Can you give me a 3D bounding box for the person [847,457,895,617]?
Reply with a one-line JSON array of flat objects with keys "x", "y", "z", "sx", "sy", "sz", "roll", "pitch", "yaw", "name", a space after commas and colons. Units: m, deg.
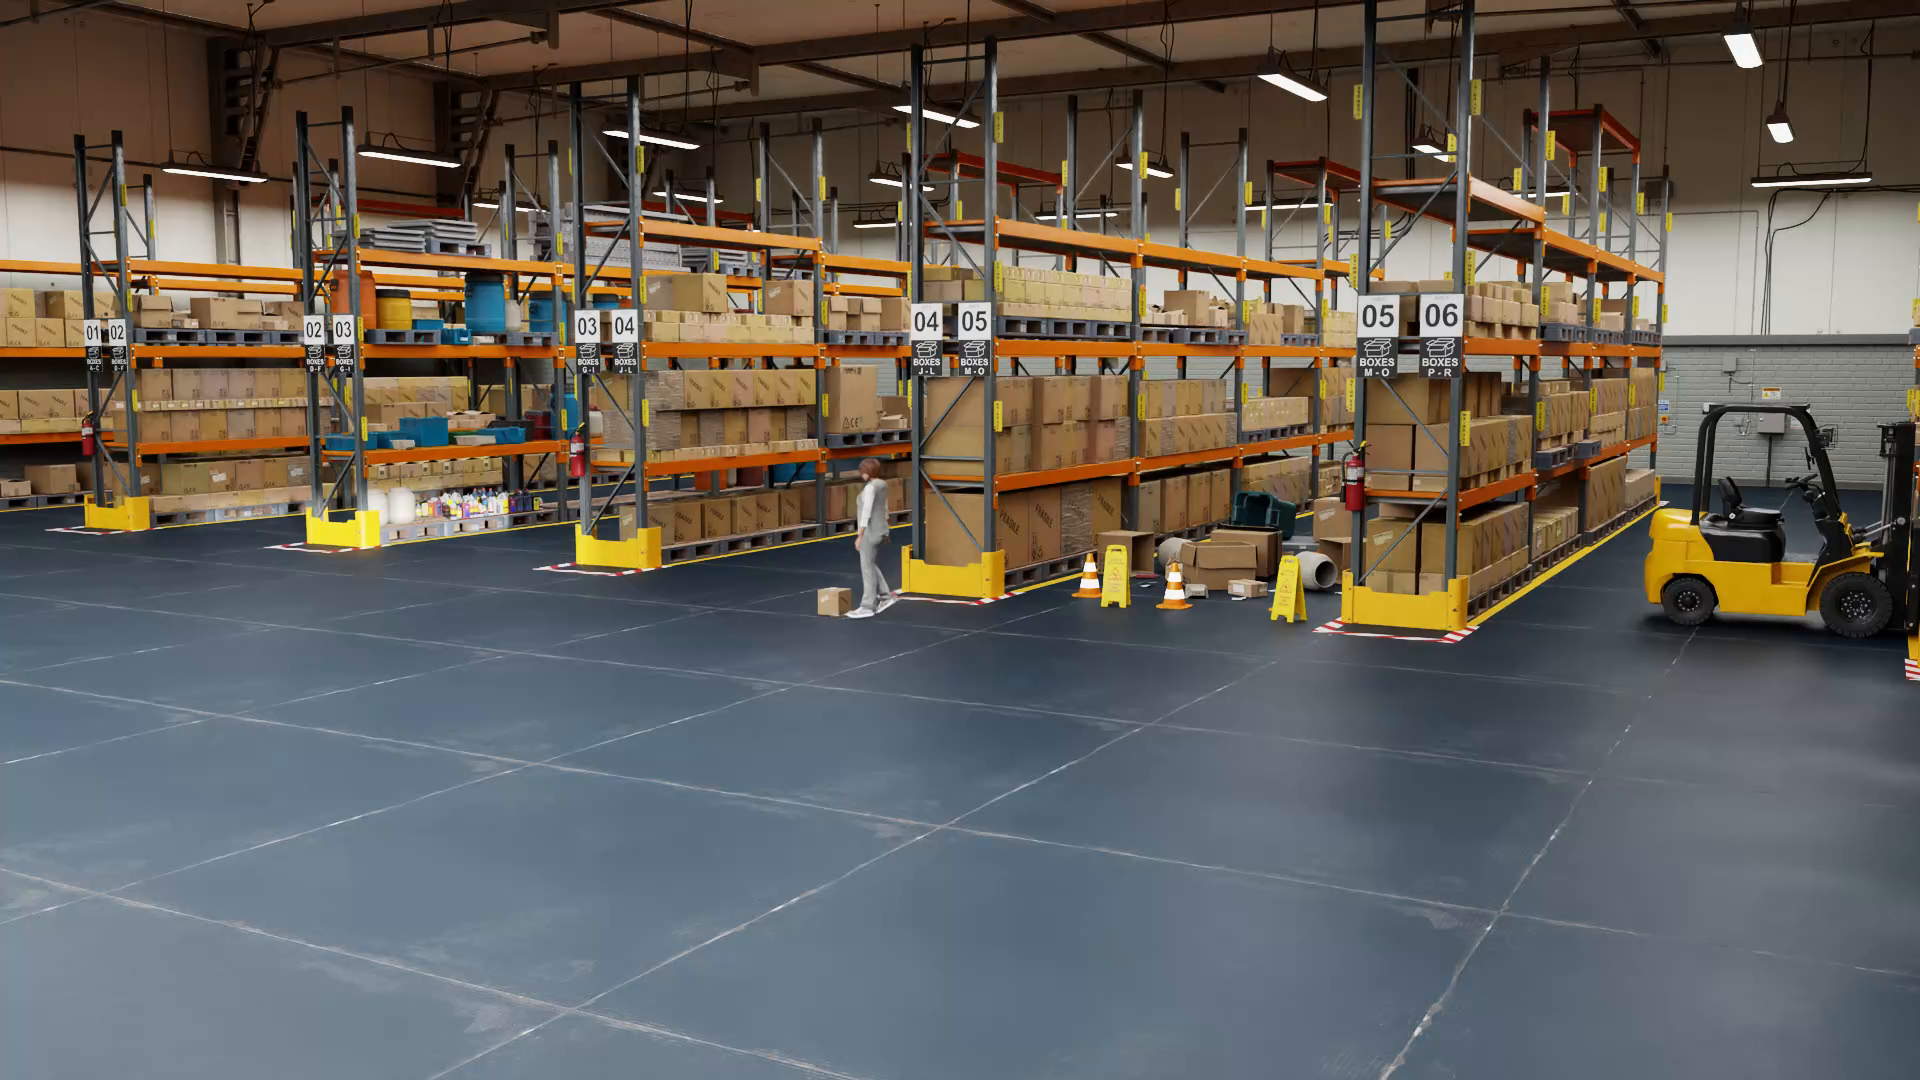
[{"x": -0.891, "y": -0.023, "z": 16.674, "sx": 0.400, "sy": 1.584, "sz": 0.521, "roll": 2, "pitch": 7, "yaw": 20, "name": "person"}]
